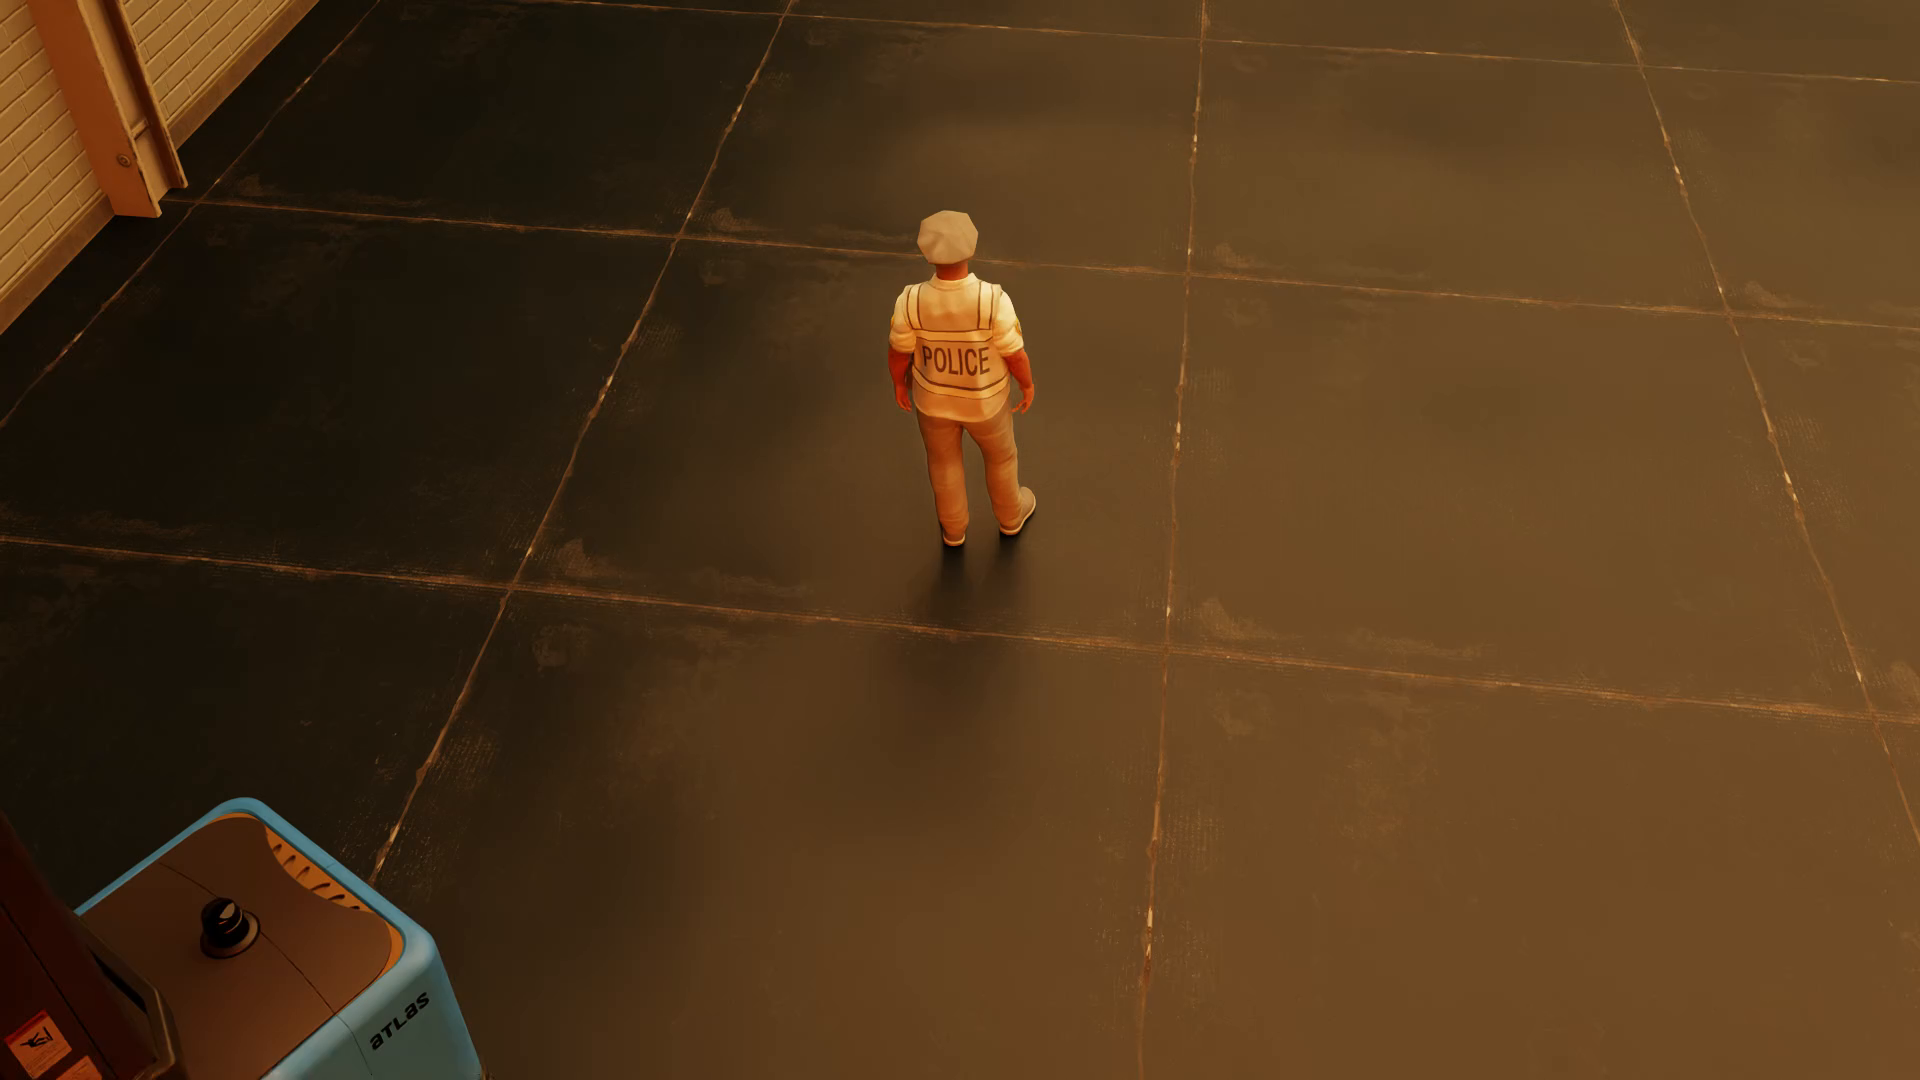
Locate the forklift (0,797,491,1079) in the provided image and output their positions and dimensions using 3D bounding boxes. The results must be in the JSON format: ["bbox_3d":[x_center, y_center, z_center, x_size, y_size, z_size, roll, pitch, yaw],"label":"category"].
[{"bbox_3d":[-2.856,1.517,4.073,1.130,2.935,3.031,27,49,26],"label":"forklift"}]

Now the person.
[{"bbox_3d":[0.023,-0.712,7.339,0.640,1.781,0.575,5,43,6],"label":"person"}]
